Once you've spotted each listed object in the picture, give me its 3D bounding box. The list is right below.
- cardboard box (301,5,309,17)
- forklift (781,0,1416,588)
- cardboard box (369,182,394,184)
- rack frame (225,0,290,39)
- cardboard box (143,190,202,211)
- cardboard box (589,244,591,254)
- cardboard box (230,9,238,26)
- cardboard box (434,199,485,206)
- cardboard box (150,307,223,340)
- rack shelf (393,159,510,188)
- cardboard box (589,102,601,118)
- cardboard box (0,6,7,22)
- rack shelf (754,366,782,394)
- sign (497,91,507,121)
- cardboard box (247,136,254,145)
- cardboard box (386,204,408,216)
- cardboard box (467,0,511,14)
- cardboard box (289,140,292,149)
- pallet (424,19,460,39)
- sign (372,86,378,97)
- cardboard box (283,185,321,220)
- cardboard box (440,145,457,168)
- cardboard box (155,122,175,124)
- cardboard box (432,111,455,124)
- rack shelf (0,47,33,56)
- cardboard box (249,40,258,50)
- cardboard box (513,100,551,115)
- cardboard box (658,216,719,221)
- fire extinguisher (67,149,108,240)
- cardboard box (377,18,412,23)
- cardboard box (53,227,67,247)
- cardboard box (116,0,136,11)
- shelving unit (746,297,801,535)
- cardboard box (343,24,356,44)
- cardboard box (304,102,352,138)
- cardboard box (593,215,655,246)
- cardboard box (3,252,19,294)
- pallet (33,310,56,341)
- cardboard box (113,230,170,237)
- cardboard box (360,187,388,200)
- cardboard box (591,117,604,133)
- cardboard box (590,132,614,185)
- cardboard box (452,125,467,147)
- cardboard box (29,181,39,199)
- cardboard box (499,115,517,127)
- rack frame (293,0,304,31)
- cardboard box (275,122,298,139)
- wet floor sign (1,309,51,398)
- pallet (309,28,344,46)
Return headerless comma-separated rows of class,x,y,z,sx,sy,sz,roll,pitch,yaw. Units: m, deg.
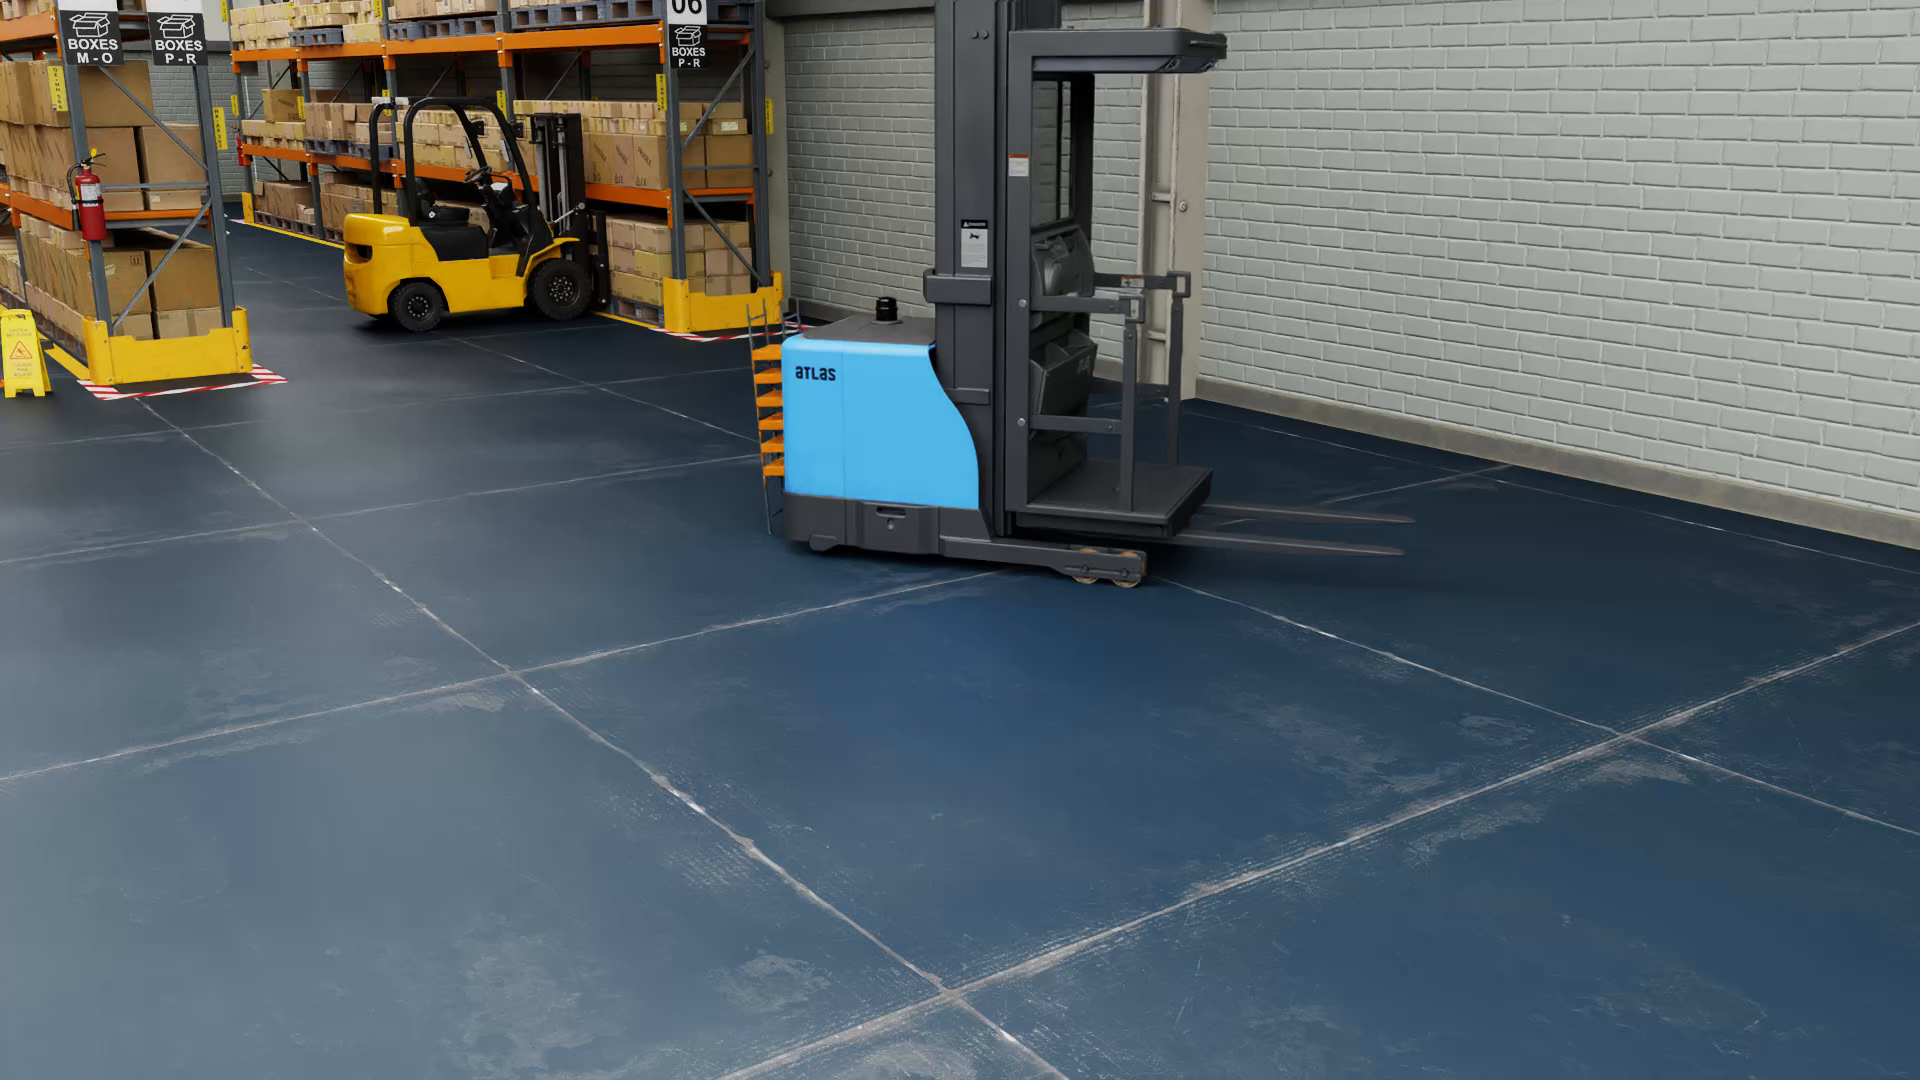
cardboard box,-9.202,-7.573,23.810,0.380,0.149,0.250,-11,19,-36
forklift,0.683,-1.348,7.948,3.031,2.935,1.130,5,16,19
cardboard box,-8.594,-5.262,24.831,0.380,0.149,0.250,-11,19,-34
rack frame,-11.704,-9.840,27.481,1.000,3.000,0.127,-11,19,-35
cardboard box,-6.342,-2.742,13.388,0.380,0.149,0.250,-11,19,-34
cardboard box,-3.733,-3.026,17.415,0.500,0.250,0.500,-11,19,-35
cardboard box,-11.646,-8.572,27.303,0.500,0.250,0.500,-11,19,-35
cardboard box,-6.254,-4.021,21.290,0.875,0.625,0.625,-10,18,-33
cardboard box,-6.560,-1.850,14.066,0.500,0.250,0.500,-11,19,-35
rack shelf,-5.824,-4.464,20.566,1.077,0.370,4.000,-11,19,-35
cardboard box,-3.509,-4.335,16.751,0.380,0.149,0.250,-10,18,-33
cardboard box,-8.570,-4.769,15.111,0.380,0.149,0.250,-11,19,-34
rack shelf,-0.928,-0.828,8.570,0.180,0.103,0.258,0,15,16
sign,-5.082,-4.818,18.453,0.100,0.325,0.005,-11,19,-35
cardboard box,-11.733,-6.712,27.894,0.380,0.149,0.250,-11,19,-35
cardboard box,-7.423,-4.292,22.514,0.500,0.500,0.500,-10,18,-33
cardboard box,-5.271,-6.155,18.885,0.500,0.311,0.500,-12,19,-36
cardboard box,-10.219,-6.164,25.891,0.380,0.149,0.250,-10,18,-33
pallet,-5.869,-6.224,20.311,1.003,0.211,1.213,-10,18,-32
sign,-8.905,-6.737,25.317,0.100,0.325,0.005,-11,19,-35
cardboard box,-10.340,-5.388,26.518,0.700,0.500,0.500,-12,19,-37
cardboard box,-6.033,-4.705,20.368,0.500,0.250,0.500,-10,18,-33
cardboard box,-6.971,-3.313,14.246,0.500,0.500,0.500,-11,19,-36
cardboard box,-6.284,-5.211,20.516,0.380,0.149,0.250,-10,18,-33
rack shelf,-12.189,-5.994,20.473,1.077,0.370,4.000,-11,19,-35
cardboard box,-11.169,-7.934,26.677,0.380,0.149,0.250,-11,19,-35
cardboard box,-4.701,-4.774,18.356,0.380,0.149,0.250,-10,18,-33
cardboard box,-2.723,-3.126,16.836,0.500,0.250,0.500,-11,19,-34
fire extinguisher,-6.615,-2.625,12.632,0.296,0.674,0.183,-11,19,-35
cardboard box,-7.403,-6.843,21.743,0.380,0.149,0.250,-10,18,-33
cardboard box,-7.407,-2.562,14.019,0.380,0.149,0.250,-10,18,-34
cardboard box,-6.468,-4.247,13.207,0.380,0.149,0.250,-12,19,-36
shelving unit,-0.915,-0.639,8.618,0.189,1.200,0.258,0,15,16
cardboard box,-8.089,-6.898,22.700,0.500,0.250,0.500,-11,19,-35
cardboard box,-9.249,-6.205,24.580,0.700,0.500,0.500,-10,18,-33
cardboard box,-3.429,-3.152,16.931,0.500,0.250,0.500,-11,19,-34
cardboard box,-9.397,-2.812,17.351,0.950,0.372,0.625,-10,18,-31
pallet,-8.238,-2.130,15.957,1.003,0.211,1.213,-11,19,-35
cardboard box,-7.495,-2.549,15.199,0.500,0.500,0.500,-10,18,-32
cardboard box,-8.252,-4.901,23.513,0.380,0.149,0.250,-12,19,-37
cardboard box,-3.501,-4.191,16.790,0.380,0.149,0.250,-11,19,-34
cardboard box,-3.397,-3.864,16.822,0.500,0.500,0.500,-11,19,-36
cardboard box,-5.748,-4.837,19.902,0.500,0.250,0.500,-10,18,-33
cardboard box,-7.991,-3.100,14.695,0.380,0.149,0.250,-11,19,-34
cardboard box,-5.029,-4.783,18.953,0.380,0.149,0.250,-10,18,-33
rack frame,-9.352,-8.986,24.360,1.000,3.000,0.127,-11,19,-35
cardboard box,-10.438,-6.447,26.171,0.500,0.250,0.500,-11,19,-35
wet floor sign,-7.063,-1.416,12.528,0.267,0.644,0.232,-4,16,-15
pallet,-8.413,-7.077,23.425,1.213,0.211,1.003,-11,19,-35
